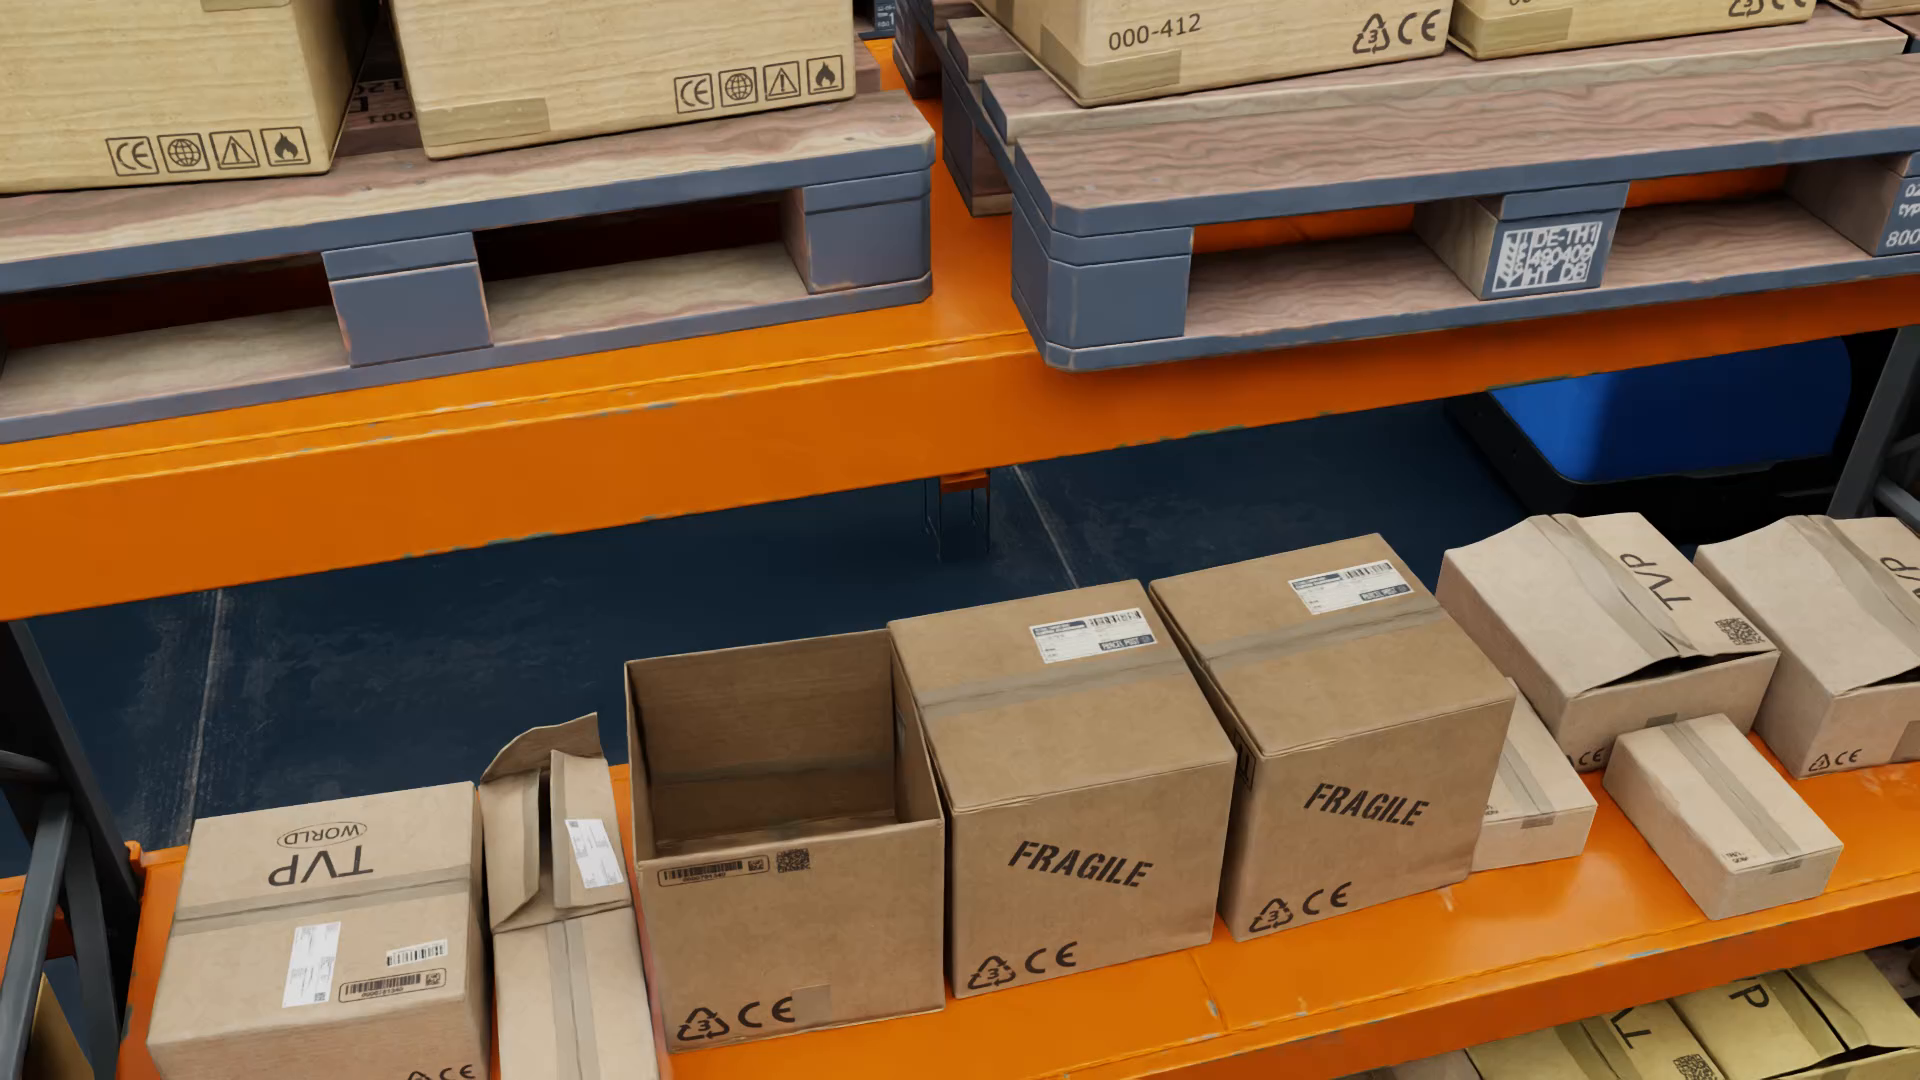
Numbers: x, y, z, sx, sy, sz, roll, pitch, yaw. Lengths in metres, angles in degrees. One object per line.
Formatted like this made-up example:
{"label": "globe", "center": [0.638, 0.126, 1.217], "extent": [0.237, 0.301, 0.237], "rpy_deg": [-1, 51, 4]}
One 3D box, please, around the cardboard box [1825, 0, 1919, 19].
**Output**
{"label": "cardboard box", "center": [1.367, -0.966, 2.353], "extent": [0.500, 0.250, 0.500], "rpy_deg": [-8, 38, -11]}

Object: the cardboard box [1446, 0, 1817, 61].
{"label": "cardboard box", "center": [0.811, -0.882, 2.243], "extent": [0.500, 0.250, 0.500], "rpy_deg": [-10, 39, -13]}

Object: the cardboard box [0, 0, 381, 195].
{"label": "cardboard box", "center": [-0.973, -0.623, 1.904], "extent": [0.500, 0.250, 0.500], "rpy_deg": [-6, 38, -7]}

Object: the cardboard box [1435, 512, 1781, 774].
{"label": "cardboard box", "center": [1.377, 0.198, 3.596], "extent": [0.500, 0.311, 0.500], "rpy_deg": [-10, 38, -12]}

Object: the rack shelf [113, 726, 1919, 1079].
{"label": "rack shelf", "center": [0.360, 0.737, 3.410], "extent": [4.000, 0.370, 1.077], "rpy_deg": [-9, 38, -12]}

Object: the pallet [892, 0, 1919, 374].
{"label": "pallet", "center": [0.580, -0.643, 2.308], "extent": [1.213, 0.211, 1.003], "rpy_deg": [-8, 38, -10]}

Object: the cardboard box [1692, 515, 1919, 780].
{"label": "cardboard box", "center": [1.929, 0.202, 3.591], "extent": [0.500, 0.311, 0.500], "rpy_deg": [-7, 38, -9]}

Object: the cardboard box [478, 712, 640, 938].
{"label": "cardboard box", "center": [-0.770, 0.574, 3.141], "extent": [0.258, 0.266, 0.396], "rpy_deg": [-10, 39, -13]}

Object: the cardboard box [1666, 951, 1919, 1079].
{"label": "cardboard box", "center": [1.850, 1.064, 3.846], "extent": [0.500, 0.311, 0.500], "rpy_deg": [-8, 38, -11]}

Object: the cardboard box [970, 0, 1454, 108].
{"label": "cardboard box", "center": [0.291, -0.797, 2.133], "extent": [0.500, 0.250, 0.500], "rpy_deg": [-12, 39, -16]}

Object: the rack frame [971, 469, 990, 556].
{"label": "rack frame", "center": [0.074, -0.489, 5.901], "extent": [0.006, 1.200, 0.240], "rpy_deg": [-9, 38, -12]}

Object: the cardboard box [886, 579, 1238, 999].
{"label": "cardboard box", "center": [0.167, 0.453, 3.106], "extent": [0.500, 0.500, 0.500], "rpy_deg": [-9, 38, -12]}

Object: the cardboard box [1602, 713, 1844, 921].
{"label": "cardboard box", "center": [1.495, 0.539, 3.284], "extent": [0.250, 0.149, 0.380], "rpy_deg": [-9, 38, -12]}

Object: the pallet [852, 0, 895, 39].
{"label": "pallet", "center": [-0.904, -2.357, 7.020], "extent": [1.213, 0.211, 1.003], "rpy_deg": [-9, 38, -12]}

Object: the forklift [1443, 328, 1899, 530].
{"label": "forklift", "center": [3.569, -1.598, 5.927], "extent": [3.031, 2.935, 1.130], "rpy_deg": [-7, 38, -9]}

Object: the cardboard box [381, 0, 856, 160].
{"label": "cardboard box", "center": [-0.444, -0.711, 2.020], "extent": [0.500, 0.250, 0.500], "rpy_deg": [-13, 39, -16]}

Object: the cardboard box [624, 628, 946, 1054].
{"label": "cardboard box", "center": [-0.316, 0.533, 3.002], "extent": [0.500, 0.500, 0.500], "rpy_deg": [-7, 38, -9]}

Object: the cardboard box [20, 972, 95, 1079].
{"label": "cardboard box", "center": [-2.100, 1.285, 3.401], "extent": [0.500, 0.500, 0.500], "rpy_deg": [-9, 38, -12]}

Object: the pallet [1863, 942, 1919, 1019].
{"label": "pallet", "center": [3.022, 1.146, 4.578], "extent": [1.213, 0.211, 1.003], "rpy_deg": [-9, 38, -12]}

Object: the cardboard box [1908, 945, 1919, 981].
{"label": "cardboard box", "center": [2.805, 1.048, 4.106], "extent": [0.500, 0.500, 0.500], "rpy_deg": [-8, 38, -10]}

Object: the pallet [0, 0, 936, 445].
{"label": "pallet", "center": [-0.722, -0.495, 2.116], "extent": [1.217, 0.209, 0.805], "rpy_deg": [-11, 39, -14]}

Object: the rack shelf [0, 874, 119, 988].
{"label": "rack shelf", "center": [-3.501, 1.371, 2.582], "extent": [4.000, 0.370, 1.077], "rpy_deg": [-9, 38, -12]}

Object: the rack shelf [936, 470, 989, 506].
{"label": "rack shelf", "center": [-0.014, -0.248, 6.055], "extent": [0.180, 0.103, 0.258], "rpy_deg": [-9, 38, -12]}

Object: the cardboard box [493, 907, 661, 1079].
{"label": "cardboard box", "center": [-0.662, 0.847, 2.880], "extent": [0.250, 0.149, 0.380], "rpy_deg": [-9, 38, -12]}

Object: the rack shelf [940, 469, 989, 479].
{"label": "rack shelf", "center": [-0.014, -0.344, 5.982], "extent": [0.180, 0.103, 0.258], "rpy_deg": [-9, 38, -12]}

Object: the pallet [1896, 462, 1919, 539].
{"label": "pallet", "center": [2.927, 0.062, 3.858], "extent": [1.003, 0.211, 1.213], "rpy_deg": [-9, 38, -12]}

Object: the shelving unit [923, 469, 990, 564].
{"label": "shelving unit", "center": [-0.014, -0.474, 5.882], "extent": [0.189, 1.200, 0.258], "rpy_deg": [-9, 38, -12]}

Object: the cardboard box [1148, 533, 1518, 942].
{"label": "cardboard box", "center": [0.676, 0.370, 3.215], "extent": [0.500, 0.500, 0.500], "rpy_deg": [-11, 39, -14]}

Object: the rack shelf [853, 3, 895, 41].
{"label": "rack shelf", "center": [-0.935, -2.168, 7.208], "extent": [4.000, 0.370, 1.077], "rpy_deg": [-9, 38, -12]}

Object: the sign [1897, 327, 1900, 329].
{"label": "sign", "center": [2.141, -0.611, 3.692], "extent": [0.005, 0.325, 0.100], "rpy_deg": [-9, 38, -12]}

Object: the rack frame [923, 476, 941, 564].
{"label": "rack frame", "center": [-0.102, -0.460, 5.863], "extent": [0.006, 1.200, 0.240], "rpy_deg": [-9, 38, -12]}

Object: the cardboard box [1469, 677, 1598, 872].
{"label": "cardboard box", "center": [1.075, 0.469, 3.374], "extent": [0.250, 0.149, 0.380], "rpy_deg": [-7, 38, -9]}

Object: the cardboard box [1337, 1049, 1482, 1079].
{"label": "cardboard box", "center": [0.862, 1.229, 3.631], "extent": [0.500, 0.311, 0.500], "rpy_deg": [-10, 38, -12]}

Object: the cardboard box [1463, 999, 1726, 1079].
{"label": "cardboard box", "center": [1.350, 1.151, 3.733], "extent": [0.500, 0.311, 0.500], "rpy_deg": [-10, 39, -13]}

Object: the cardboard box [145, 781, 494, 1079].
{"label": "cardboard box", "center": [-1.107, 0.724, 2.958], "extent": [0.500, 0.250, 0.500], "rpy_deg": [-7, 38, -9]}

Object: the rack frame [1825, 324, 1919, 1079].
{"label": "rack frame", "center": [2.291, 0.134, 3.605], "extent": [0.127, 3.000, 1.000], "rpy_deg": [-9, 38, -12]}
